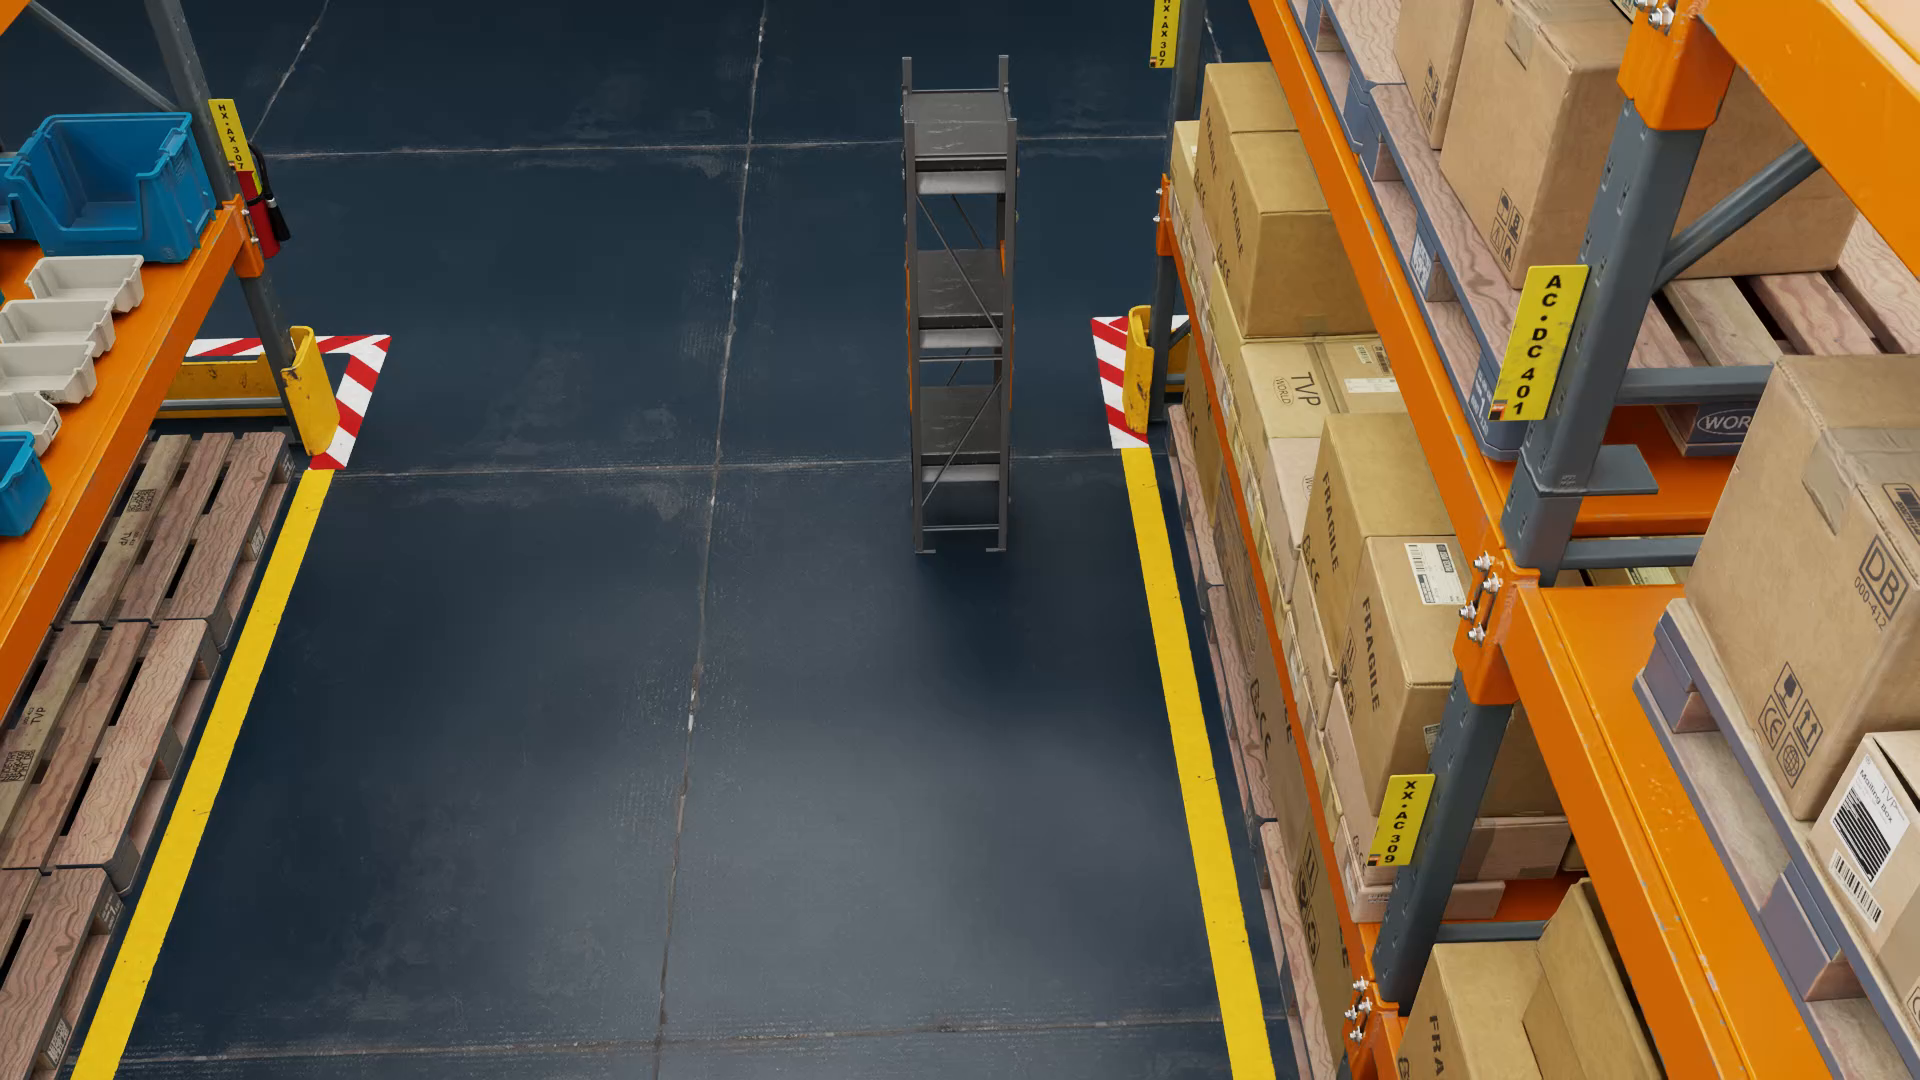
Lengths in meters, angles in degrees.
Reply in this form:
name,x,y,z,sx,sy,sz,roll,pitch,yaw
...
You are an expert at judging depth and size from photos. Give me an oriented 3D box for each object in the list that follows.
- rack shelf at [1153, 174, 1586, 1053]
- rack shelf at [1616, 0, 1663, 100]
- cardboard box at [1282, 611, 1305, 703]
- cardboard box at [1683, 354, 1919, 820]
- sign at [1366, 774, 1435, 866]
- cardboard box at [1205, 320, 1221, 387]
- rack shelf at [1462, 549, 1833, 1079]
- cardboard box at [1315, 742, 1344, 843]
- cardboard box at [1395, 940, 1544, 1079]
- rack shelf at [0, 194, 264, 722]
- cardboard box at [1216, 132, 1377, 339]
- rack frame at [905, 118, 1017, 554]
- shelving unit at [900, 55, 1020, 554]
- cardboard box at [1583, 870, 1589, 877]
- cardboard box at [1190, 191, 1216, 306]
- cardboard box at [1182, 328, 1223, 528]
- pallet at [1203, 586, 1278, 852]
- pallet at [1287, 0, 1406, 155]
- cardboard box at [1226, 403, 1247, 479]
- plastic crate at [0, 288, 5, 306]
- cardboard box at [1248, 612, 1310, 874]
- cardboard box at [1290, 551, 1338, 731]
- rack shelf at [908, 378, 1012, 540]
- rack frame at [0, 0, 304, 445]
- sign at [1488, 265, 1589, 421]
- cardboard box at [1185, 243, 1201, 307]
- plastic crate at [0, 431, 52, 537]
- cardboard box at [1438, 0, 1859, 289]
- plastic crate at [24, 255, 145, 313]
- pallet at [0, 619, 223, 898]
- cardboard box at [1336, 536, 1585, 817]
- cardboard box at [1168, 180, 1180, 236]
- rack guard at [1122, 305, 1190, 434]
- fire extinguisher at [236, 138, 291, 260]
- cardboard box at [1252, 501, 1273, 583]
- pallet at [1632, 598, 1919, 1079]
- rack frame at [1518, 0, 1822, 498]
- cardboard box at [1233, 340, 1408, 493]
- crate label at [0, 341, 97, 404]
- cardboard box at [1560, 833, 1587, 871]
name,x,y,z,sx,sy,sz,roll,pitch,yaw
rack shelf,1.470,-0.114,5.836,1.077,0.370,4.000,-2,43,-2
rack shelf,1.470,-2.178,3.944,1.077,0.370,4.000,-2,43,-2
cardboard box,1.182,0.347,4.987,0.380,0.149,0.250,-1,43,-1
cardboard box,1.590,0.065,2.504,0.700,0.500,0.500,-1,43,-1
sign,1.001,0.640,3.782,0.100,0.325,0.005,-2,43,-2
cardboard box,1.116,-0.694,6.122,0.380,0.149,0.250,-2,43,-3
rack shelf,1.640,1.481,1.876,1.077,0.370,4.000,-2,43,-2
cardboard box,1.204,0.694,4.609,0.380,0.149,0.250,-1,43,-1
cardboard box,1.325,1.252,3.740,0.500,0.500,0.500,-2,43,-2
rack shelf,-3.478,0.029,5.681,1.077,0.370,4.000,-2,43,-2
cardboard box,1.185,-1.041,5.651,0.500,0.500,0.500,-3,43,-3
rack frame,0.003,-0.721,6.632,0.400,2.100,0.015,-2,43,-2
shelving unit,-0.007,-0.886,6.812,0.431,2.100,0.503,-2,43,-2
cardboard box,1.875,0.855,4.433,0.380,0.149,0.250,-2,43,-2
cardboard box,1.165,-1.101,6.272,0.500,0.250,0.500,-2,43,-2
cardboard box,1.492,-0.671,7.173,0.875,0.875,0.875,-2,43,-2
pallet,1.546,0.658,6.525,1.003,0.211,1.213,-2,43,-2
pallet,1.482,-1.476,4.636,1.003,0.211,1.213,-2,43,-2
cardboard box,1.137,-0.349,5.746,0.380,0.149,0.250,-3,43,-3
plastic crate,-3.854,-0.927,6.270,0.416,0.233,0.300,-2,43,-2
cardboard box,1.569,0.544,5.847,0.875,0.875,0.875,-2,43,-2
cardboard box,1.250,0.277,4.768,0.500,0.250,0.500,0,43,-1
rack shelf,-0.007,-0.360,7.294,0.431,0.518,0.480,-2,43,-2
rack frame,-3.563,-1.587,6.911,1.000,3.000,0.127,-2,43,-2
sign,1.001,-0.337,2.886,0.100,0.325,0.005,-2,43,-2
cardboard box,1.094,-1.041,6.502,0.380,0.149,0.250,-3,43,-3
plastic crate,-3.220,-0.168,5.443,0.416,0.233,0.300,-2,43,-2
cardboard box,1.462,-0.889,3.471,0.700,0.500,0.500,-4,43,-4
plastic crate,-3.348,-0.966,6.385,0.396,0.136,0.243,-2,43,-2
pallet,-3.518,0.821,6.348,1.003,0.211,1.213,-2,43,-2
cardboard box,1.268,0.338,4.147,0.500,0.500,0.500,-1,43,-1
cardboard box,1.071,-1.387,6.879,0.380,0.149,0.250,-1,43,-1
rack guard,1.384,-0.824,7.928,1.175,0.500,0.348,-2,43,-2
fire extinguisher,-3.116,-1.536,7.188,0.296,0.674,0.183,-2,43,-2
cardboard box,1.160,0.000,5.366,0.380,0.149,0.250,-2,43,-2
pallet,1.643,0.554,2.497,0.805,0.209,1.217,-3,43,-4
rack frame,1.555,-1.240,2.093,1.000,3.000,0.127,-2,43,-2
cardboard box,1.210,-0.409,5.517,0.500,0.250,0.500,-2,43,-3
crate label,-3.314,-0.583,5.967,0.396,0.136,0.243,-2,43,-2
cardboard box,1.797,0.592,4.424,0.500,0.250,0.500,-2,43,-3
